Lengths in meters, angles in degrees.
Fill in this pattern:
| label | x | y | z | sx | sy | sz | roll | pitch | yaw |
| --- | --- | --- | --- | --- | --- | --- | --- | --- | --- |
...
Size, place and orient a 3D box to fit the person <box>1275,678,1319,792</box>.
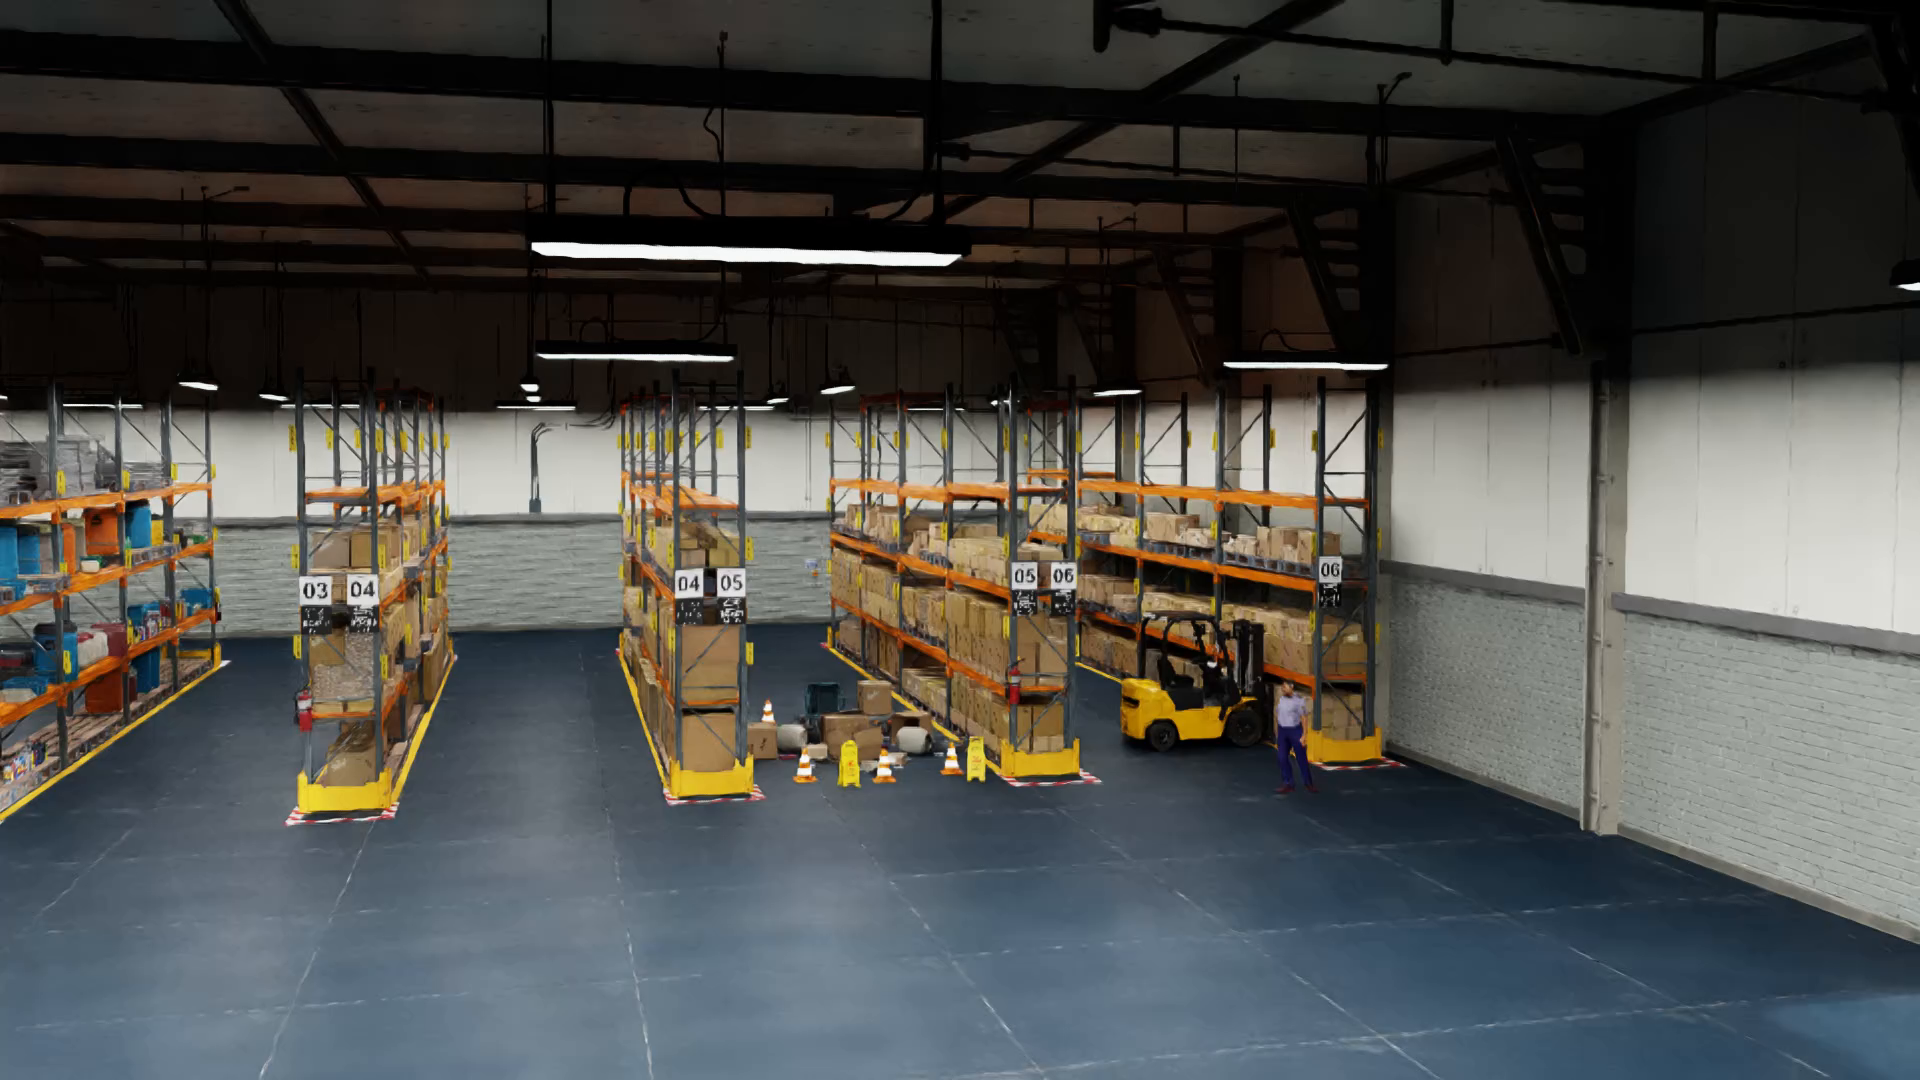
| label | x | y | z | sx | sy | sz | roll | pitch | yaw |
| --- | --- | --- | --- | --- | --- | --- | --- | --- | --- |
| person | 4.797 | 2.791 | 23.750 | 0.524 | 1.606 | 0.594 | -3 | 4 | -41 |
